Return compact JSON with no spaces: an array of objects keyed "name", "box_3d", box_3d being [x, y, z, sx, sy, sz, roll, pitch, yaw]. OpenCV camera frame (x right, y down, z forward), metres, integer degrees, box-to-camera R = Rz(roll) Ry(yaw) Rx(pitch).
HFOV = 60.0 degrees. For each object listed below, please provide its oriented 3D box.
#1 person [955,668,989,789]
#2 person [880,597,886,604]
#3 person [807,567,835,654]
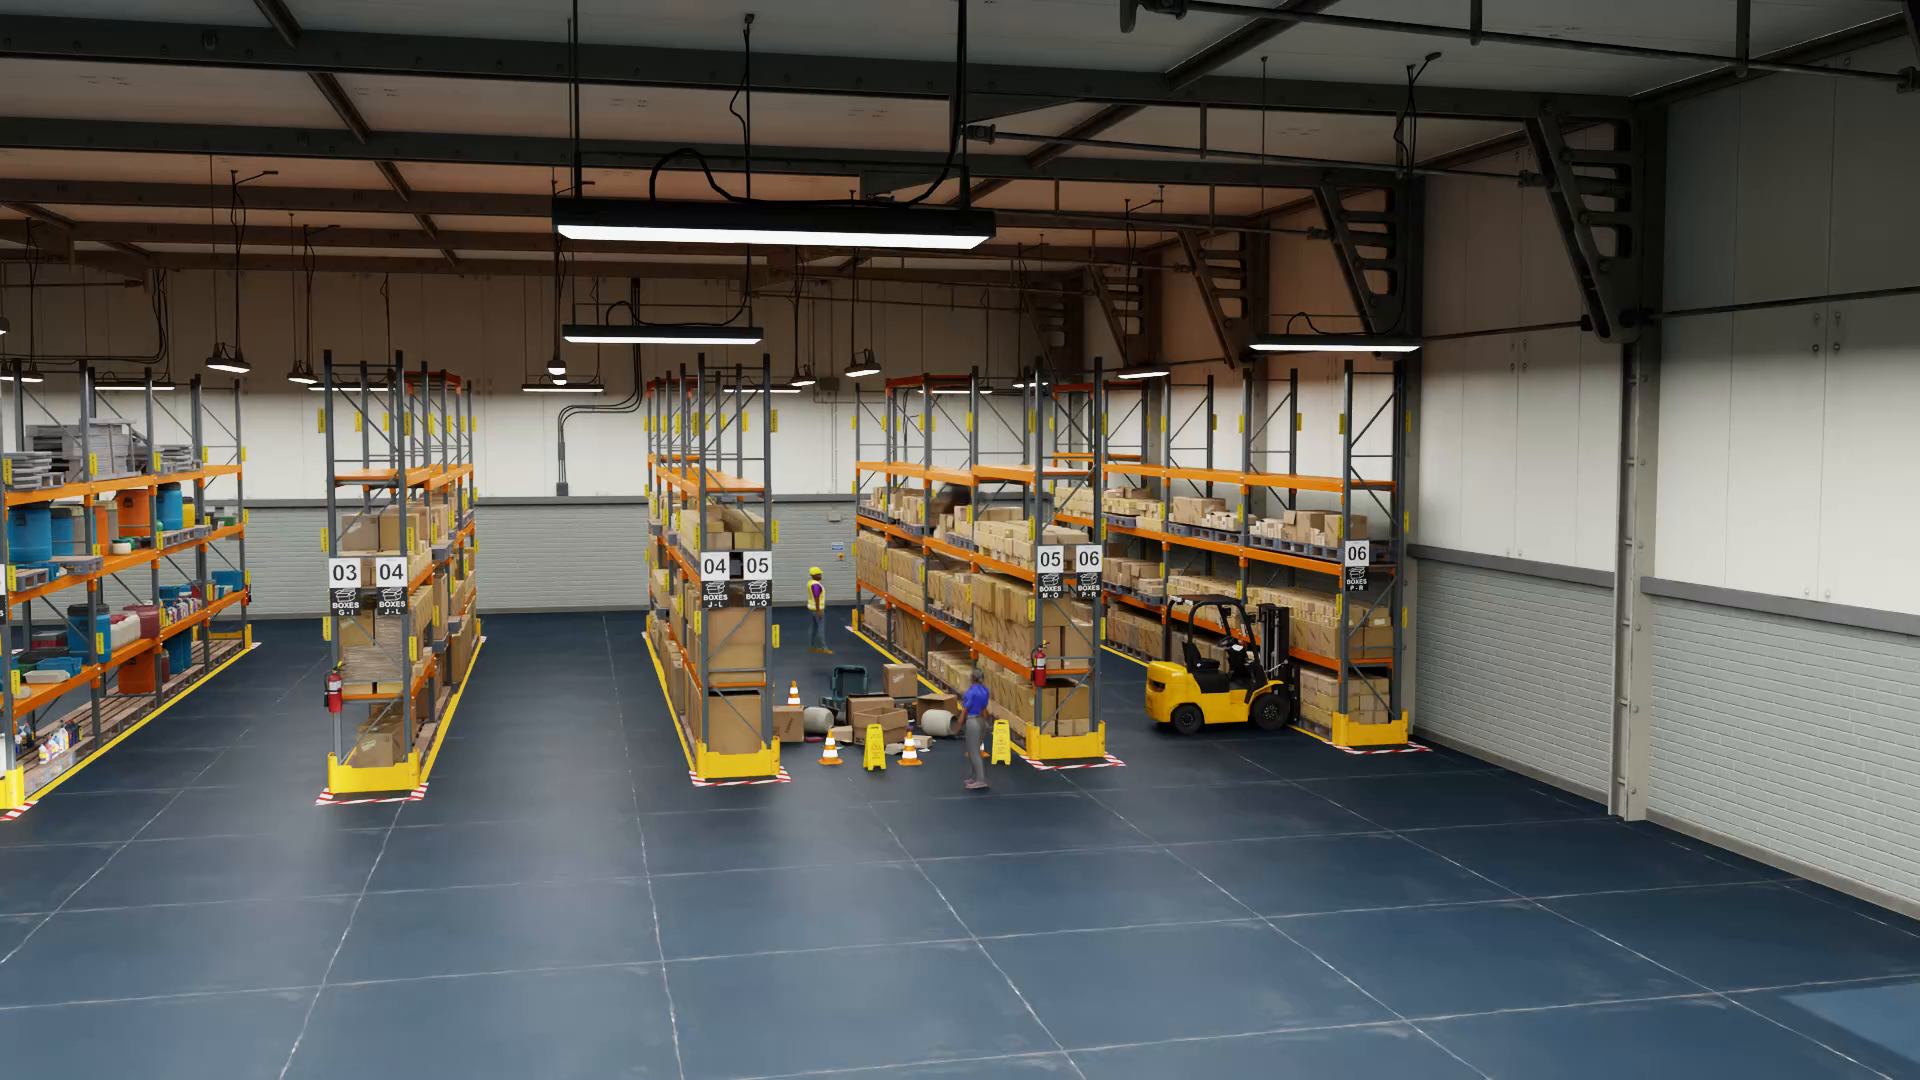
[{"name":"person","box_3d":[0.174,2.587,22.912,0.441,1.661,0.454,1,4,17]},{"name":"person","box_3d":[-1.853,1.079,43.655,0.641,1.703,1.071,2,4,28]},{"name":"person","box_3d":[-2.894,1.442,34.220,0.496,1.786,0.599,-2,4,-27]}]
